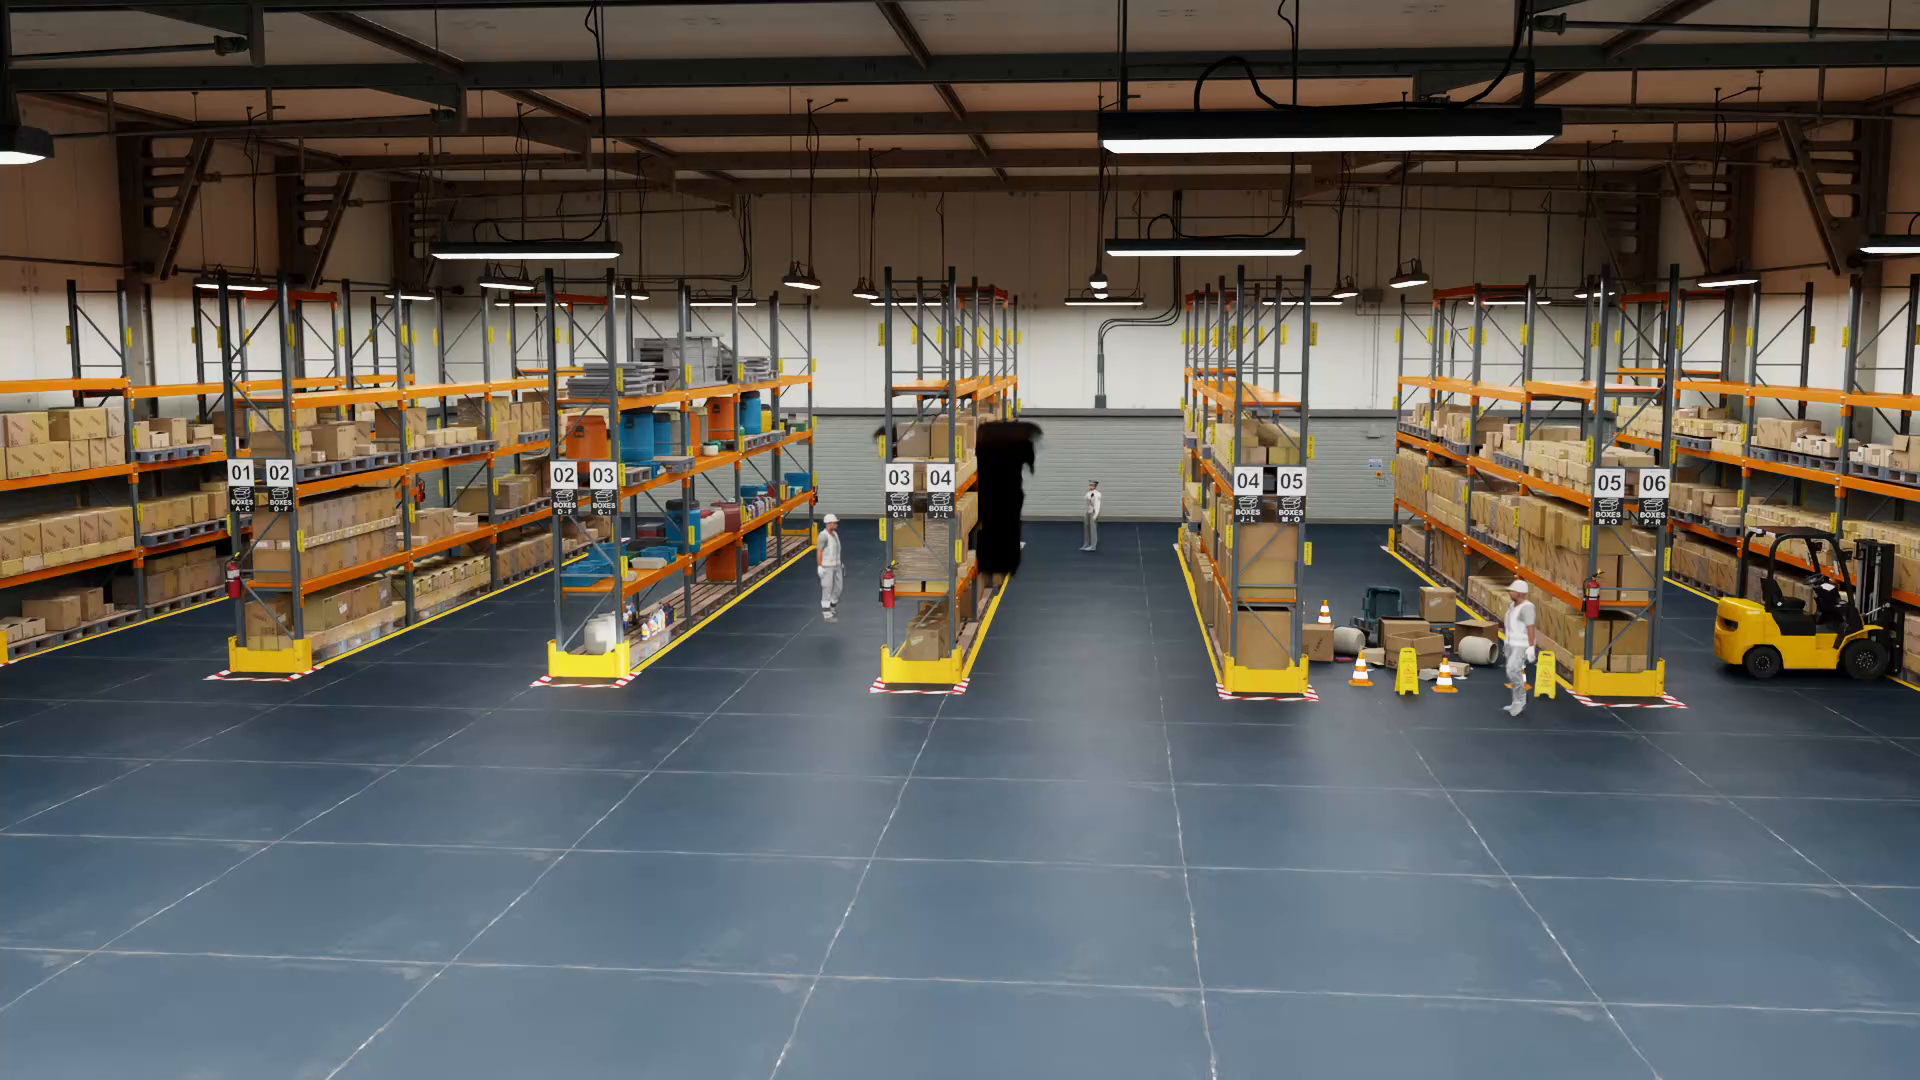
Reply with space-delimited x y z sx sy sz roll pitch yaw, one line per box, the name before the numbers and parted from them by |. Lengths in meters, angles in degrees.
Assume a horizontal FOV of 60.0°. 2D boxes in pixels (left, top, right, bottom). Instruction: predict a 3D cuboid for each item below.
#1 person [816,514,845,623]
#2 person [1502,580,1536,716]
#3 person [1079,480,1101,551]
person | -2.161 0.468 27.685 0.504 1.811 0.628 4 8 32
person | 7.394 1.432 22.092 0.467 1.809 0.616 -2 7 -18
person | 3.086 -0.572 39.255 0.399 1.715 0.533 -3 8 -26
